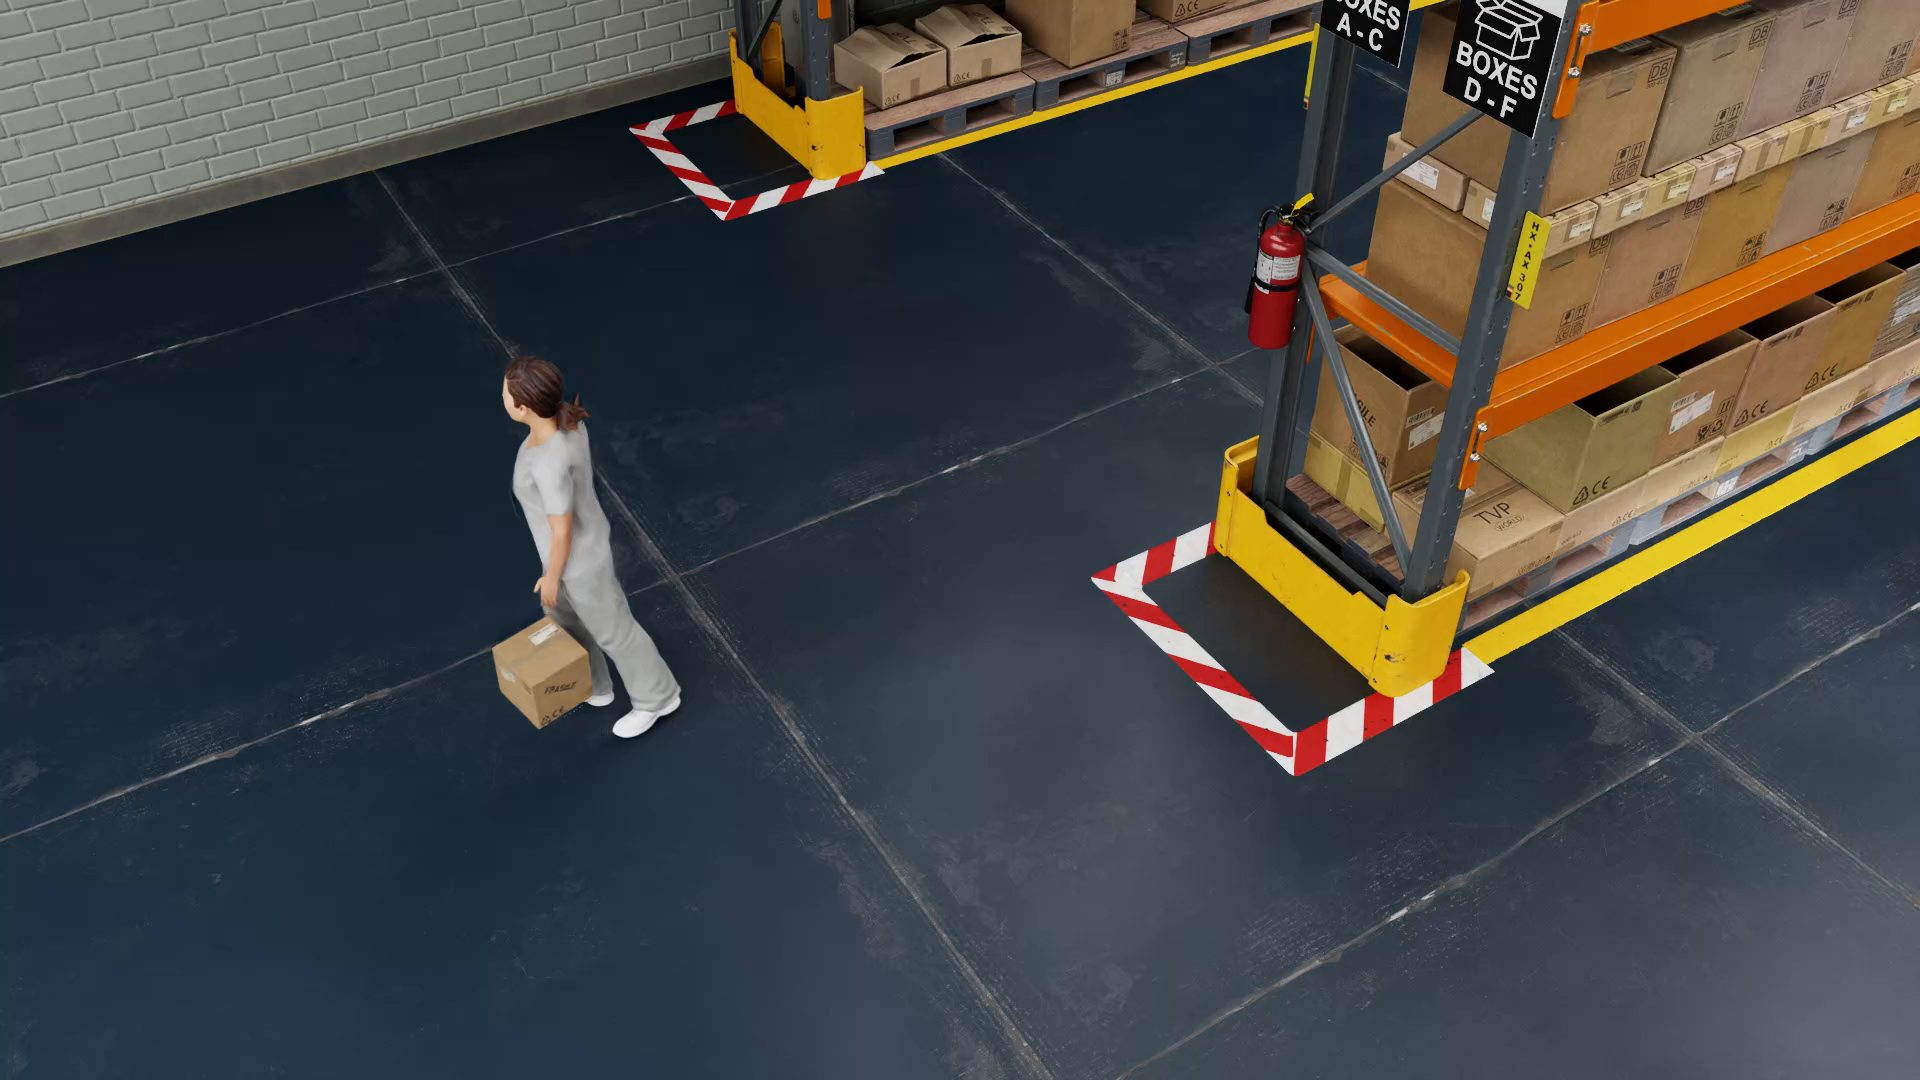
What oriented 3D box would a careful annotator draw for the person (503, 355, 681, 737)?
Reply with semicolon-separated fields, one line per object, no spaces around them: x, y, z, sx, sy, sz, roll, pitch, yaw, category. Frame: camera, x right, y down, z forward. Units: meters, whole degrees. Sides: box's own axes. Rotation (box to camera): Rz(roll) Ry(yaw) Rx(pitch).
-1.398;0.038;6.121;0.577;1.662;0.468;-6;41;-7;person
